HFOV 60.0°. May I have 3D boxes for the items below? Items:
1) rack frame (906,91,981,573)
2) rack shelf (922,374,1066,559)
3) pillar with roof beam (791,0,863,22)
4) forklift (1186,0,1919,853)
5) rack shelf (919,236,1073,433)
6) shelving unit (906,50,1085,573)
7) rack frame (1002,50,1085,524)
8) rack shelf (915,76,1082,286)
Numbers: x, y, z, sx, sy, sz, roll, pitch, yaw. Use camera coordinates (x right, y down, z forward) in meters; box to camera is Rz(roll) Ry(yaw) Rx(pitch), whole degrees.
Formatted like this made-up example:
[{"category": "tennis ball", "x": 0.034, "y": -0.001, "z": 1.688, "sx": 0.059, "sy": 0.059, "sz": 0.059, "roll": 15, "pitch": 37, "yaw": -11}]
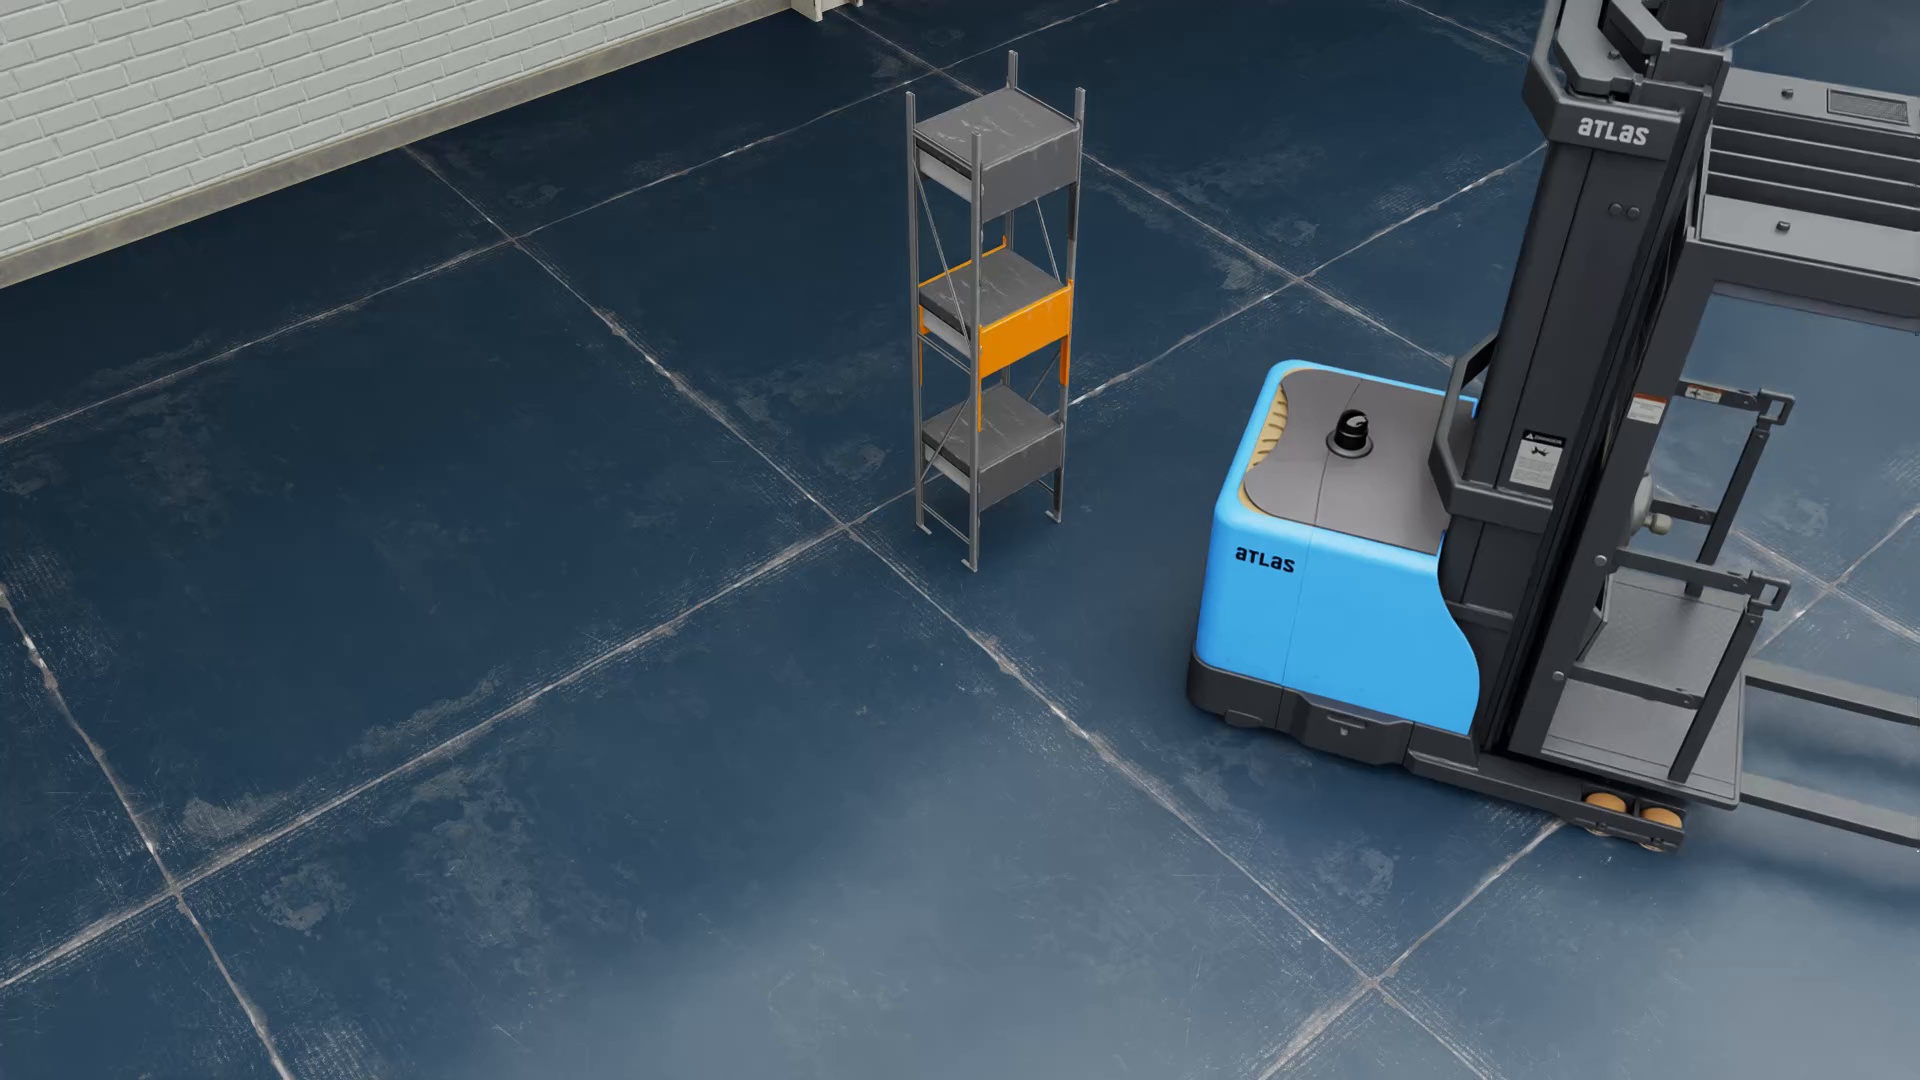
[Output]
[{"category": "rack frame", "x": -0.060, "y": -0.731, "z": 6.548, "sx": 0.015, "sy": 2.100, "sz": 0.400, "roll": -30, "pitch": 51, "yaw": -28}, {"category": "rack shelf", "x": 0.127, "y": -0.318, "z": 7.151, "sx": 0.480, "sy": 0.518, "sz": 0.431, "roll": -30, "pitch": 51, "yaw": -28}, {"category": "pillar with roof beam", "x": 1.868, "y": -4.594, "z": 5.621, "sx": 0.400, "sy": 9.000, "sz": 9.100, "roll": -30, "pitch": 51, "yaw": -28}, {"category": "forklift", "x": 2.463, "y": -0.343, "z": 5.528, "sx": 3.031, "sy": 2.935, "sz": 1.130, "roll": 15, "pitch": 45, "yaw": 15}, {"category": "rack shelf", "x": 0.127, "y": -0.828, "z": 6.672, "sx": 0.480, "sy": 0.518, "sz": 0.431, "roll": -30, "pitch": 51, "yaw": -28}, {"category": "shelving unit", "x": 0.127, "y": -0.838, "z": 6.662, "sx": 0.503, "sy": 2.100, "sz": 0.431, "roll": -30, "pitch": 51, "yaw": -28}, {"category": "rack frame", "x": 0.314, "y": -0.945, "z": 6.776, "sx": 0.015, "sy": 2.100, "sz": 0.400, "roll": -30, "pitch": 51, "yaw": -28}, {"category": "rack shelf", "x": 0.127, "y": -1.338, "z": 6.192, "sx": 0.480, "sy": 0.518, "sz": 0.431, "roll": -30, "pitch": 51, "yaw": -28}]
